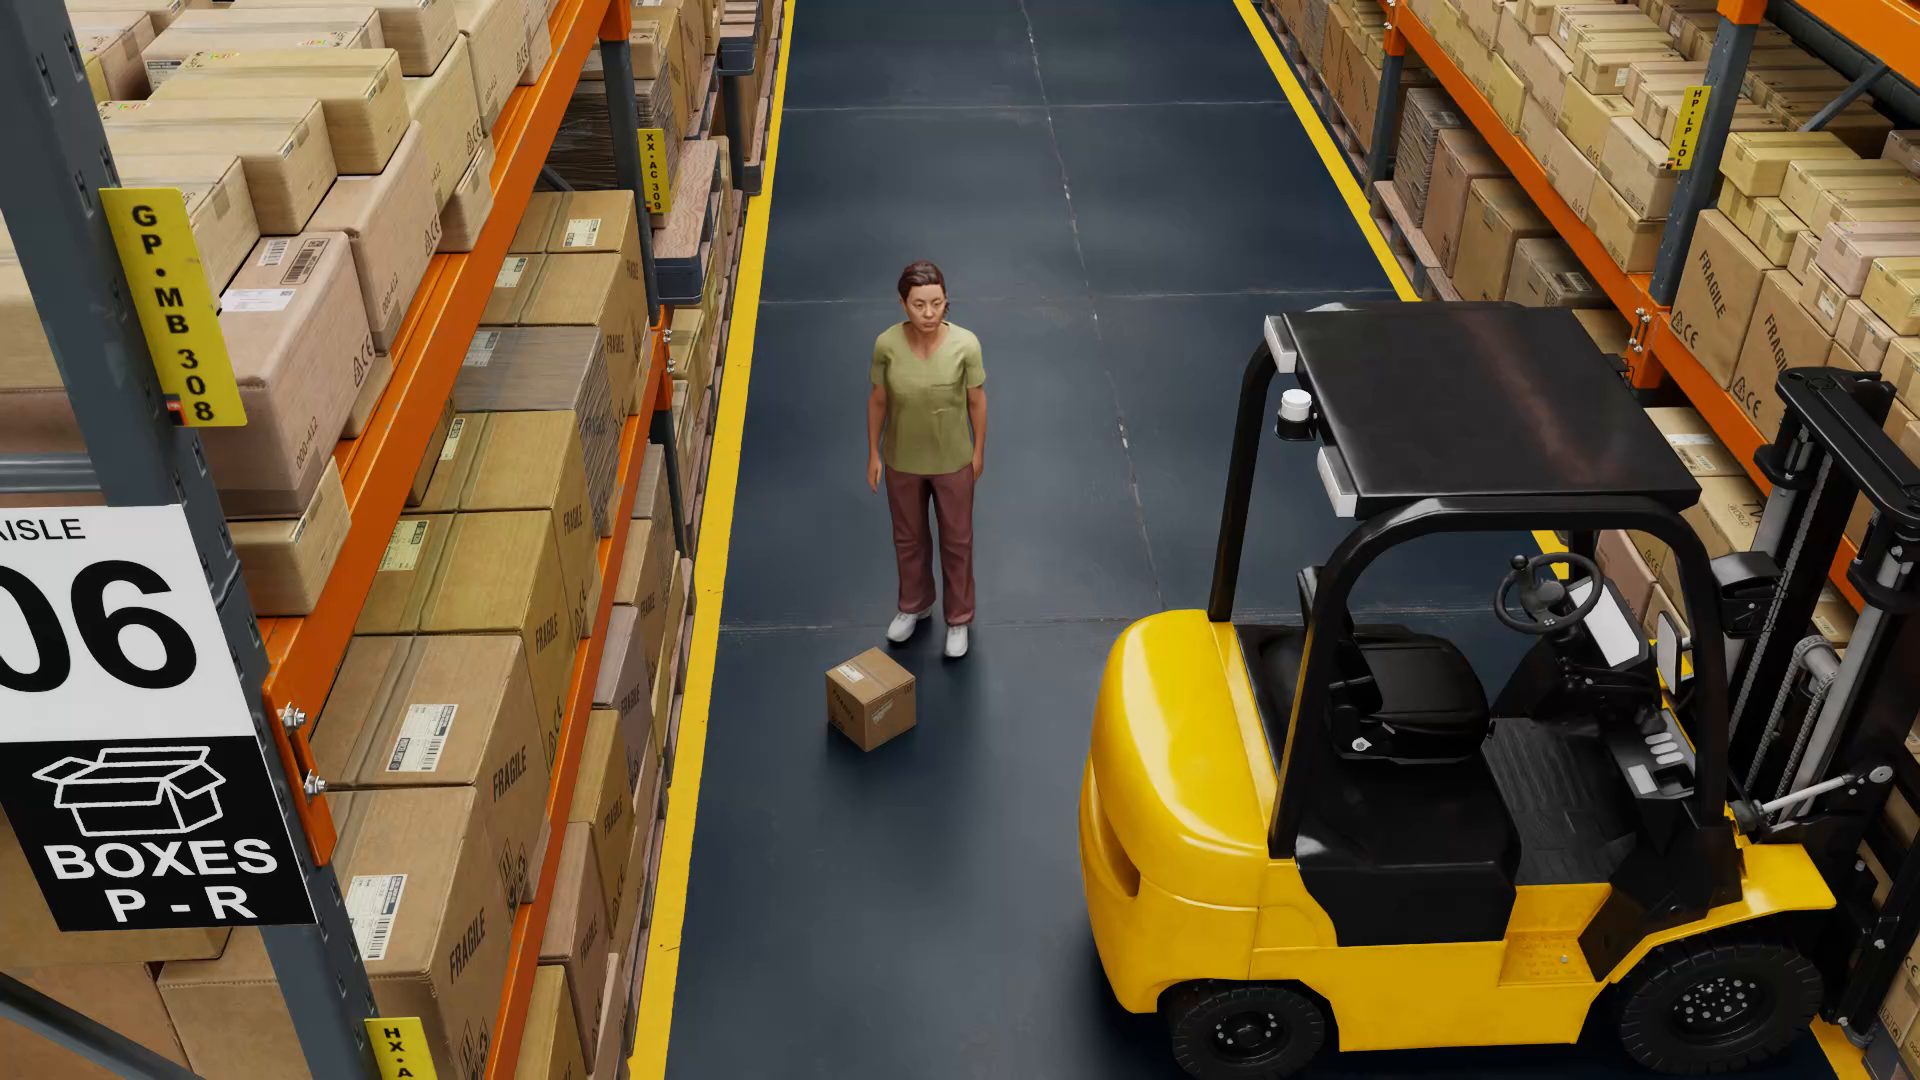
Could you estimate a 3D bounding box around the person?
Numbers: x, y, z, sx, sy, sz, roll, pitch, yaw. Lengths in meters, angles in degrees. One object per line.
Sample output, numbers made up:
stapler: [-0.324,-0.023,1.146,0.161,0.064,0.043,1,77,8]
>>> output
person: [-0.135,-0.303,6.542,0.469,1.675,0.402,3,35,4]
